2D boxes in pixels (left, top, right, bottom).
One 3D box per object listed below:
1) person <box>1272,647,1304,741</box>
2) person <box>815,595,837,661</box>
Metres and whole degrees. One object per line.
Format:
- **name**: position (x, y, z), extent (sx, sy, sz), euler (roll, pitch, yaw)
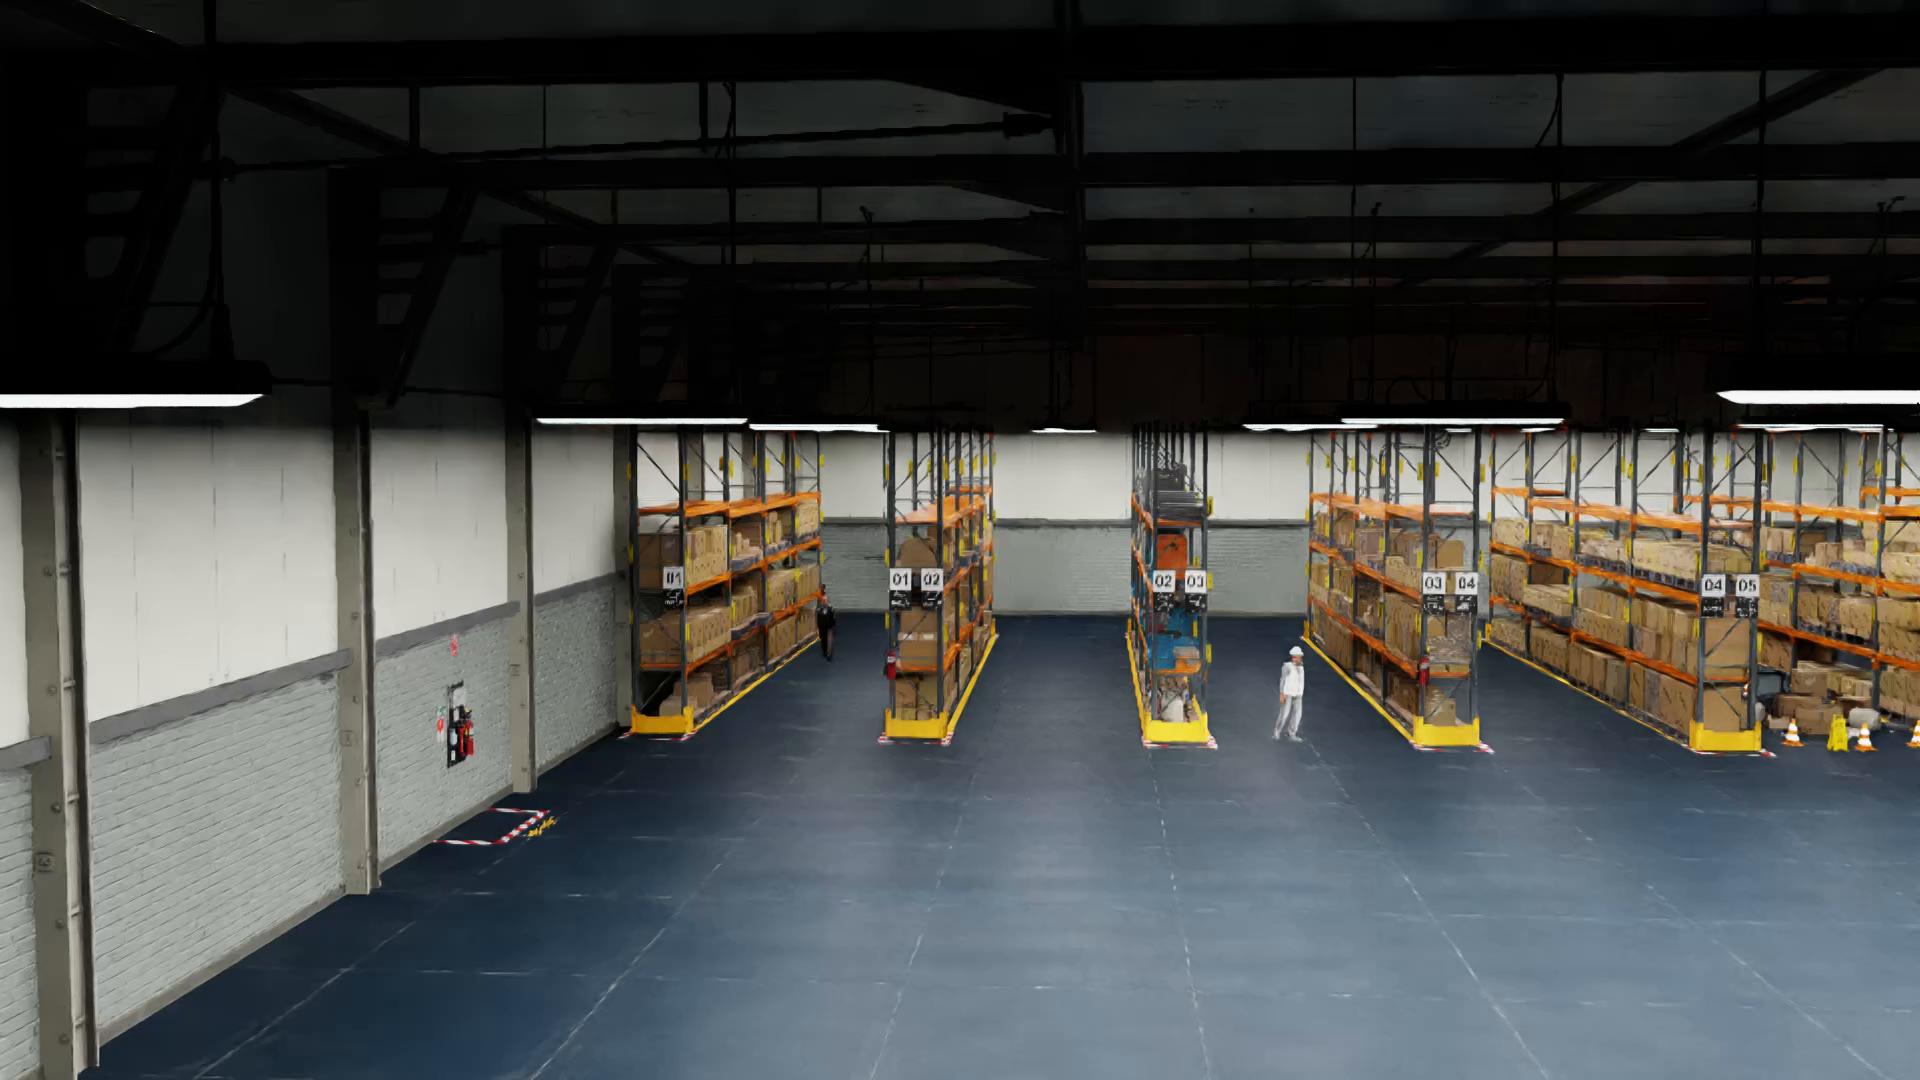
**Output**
- **person**: position (6.177, 2.871, 31.207), extent (0.575, 1.761, 0.564), euler (-2, 4, -32)
- **person**: position (-3.420, 2.213, 42.184), extent (0.546, 1.643, 1.105), euler (0, 4, 3)
